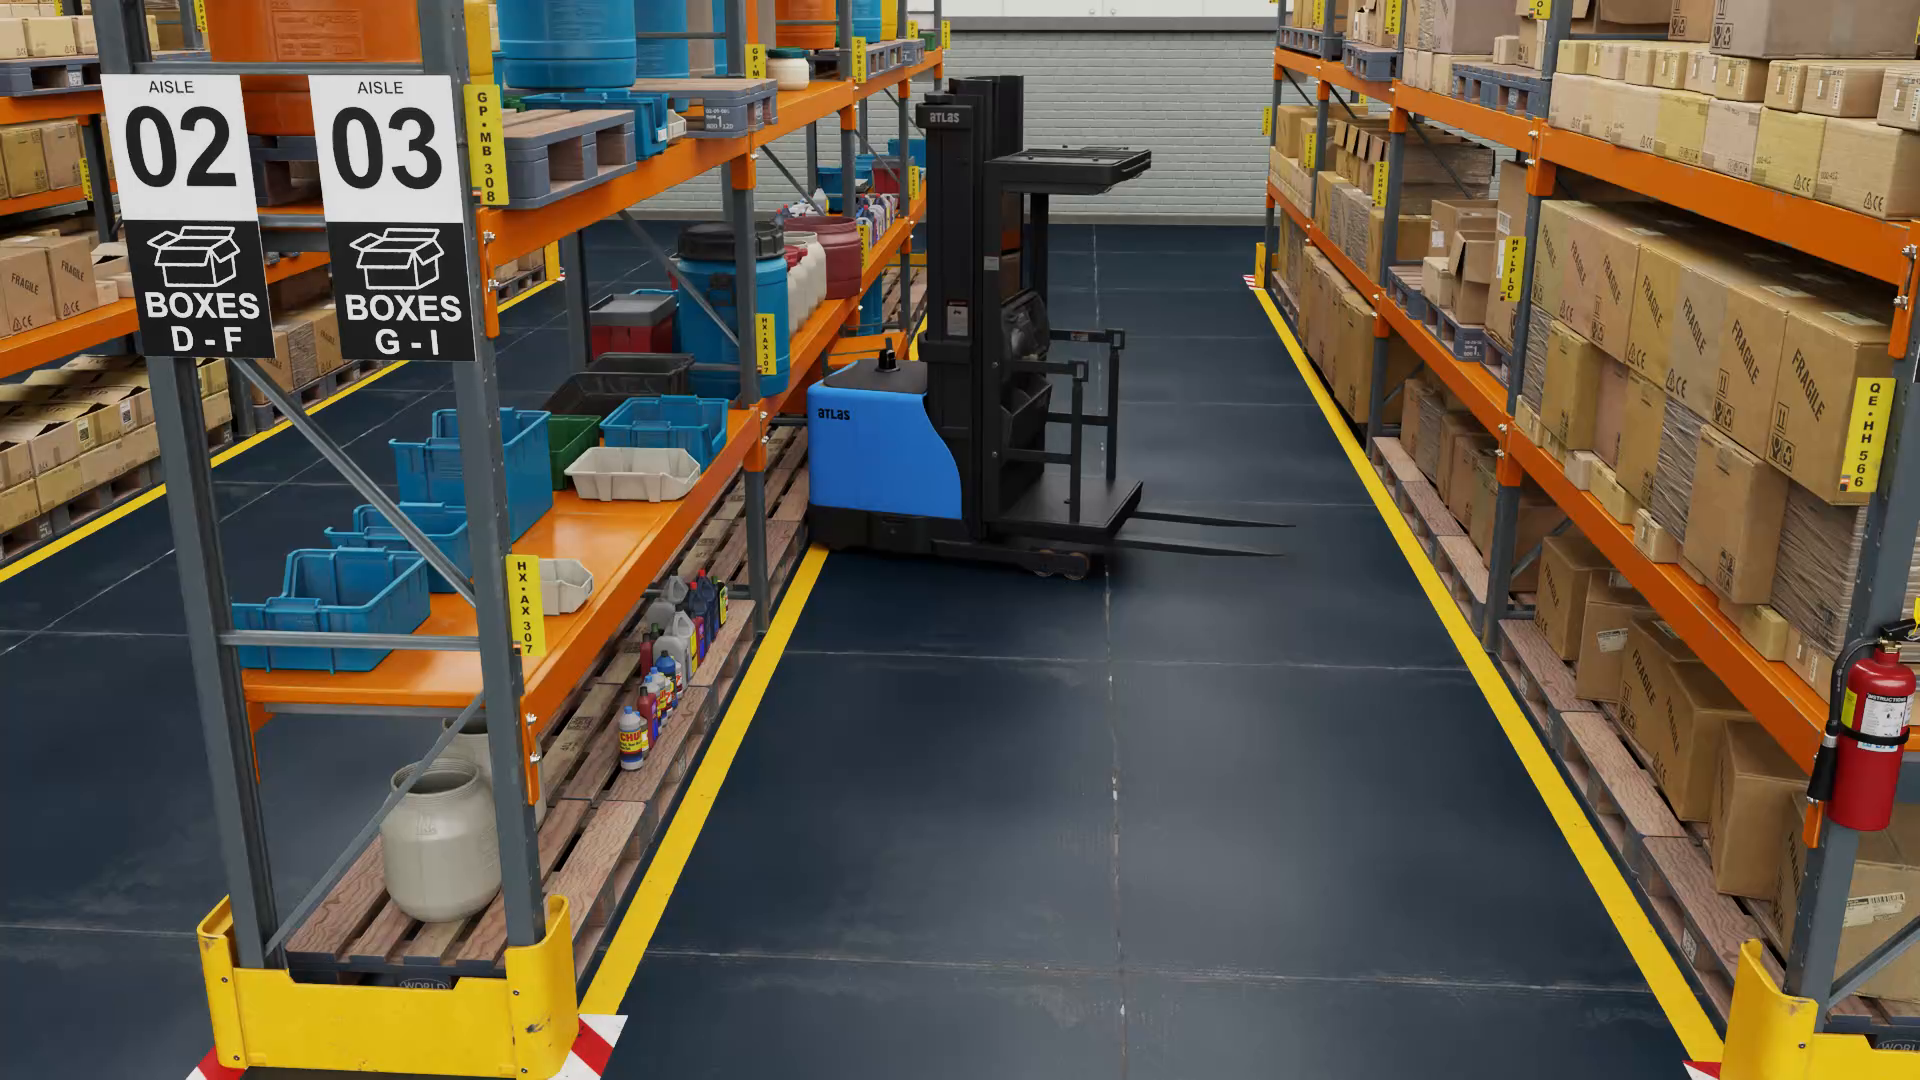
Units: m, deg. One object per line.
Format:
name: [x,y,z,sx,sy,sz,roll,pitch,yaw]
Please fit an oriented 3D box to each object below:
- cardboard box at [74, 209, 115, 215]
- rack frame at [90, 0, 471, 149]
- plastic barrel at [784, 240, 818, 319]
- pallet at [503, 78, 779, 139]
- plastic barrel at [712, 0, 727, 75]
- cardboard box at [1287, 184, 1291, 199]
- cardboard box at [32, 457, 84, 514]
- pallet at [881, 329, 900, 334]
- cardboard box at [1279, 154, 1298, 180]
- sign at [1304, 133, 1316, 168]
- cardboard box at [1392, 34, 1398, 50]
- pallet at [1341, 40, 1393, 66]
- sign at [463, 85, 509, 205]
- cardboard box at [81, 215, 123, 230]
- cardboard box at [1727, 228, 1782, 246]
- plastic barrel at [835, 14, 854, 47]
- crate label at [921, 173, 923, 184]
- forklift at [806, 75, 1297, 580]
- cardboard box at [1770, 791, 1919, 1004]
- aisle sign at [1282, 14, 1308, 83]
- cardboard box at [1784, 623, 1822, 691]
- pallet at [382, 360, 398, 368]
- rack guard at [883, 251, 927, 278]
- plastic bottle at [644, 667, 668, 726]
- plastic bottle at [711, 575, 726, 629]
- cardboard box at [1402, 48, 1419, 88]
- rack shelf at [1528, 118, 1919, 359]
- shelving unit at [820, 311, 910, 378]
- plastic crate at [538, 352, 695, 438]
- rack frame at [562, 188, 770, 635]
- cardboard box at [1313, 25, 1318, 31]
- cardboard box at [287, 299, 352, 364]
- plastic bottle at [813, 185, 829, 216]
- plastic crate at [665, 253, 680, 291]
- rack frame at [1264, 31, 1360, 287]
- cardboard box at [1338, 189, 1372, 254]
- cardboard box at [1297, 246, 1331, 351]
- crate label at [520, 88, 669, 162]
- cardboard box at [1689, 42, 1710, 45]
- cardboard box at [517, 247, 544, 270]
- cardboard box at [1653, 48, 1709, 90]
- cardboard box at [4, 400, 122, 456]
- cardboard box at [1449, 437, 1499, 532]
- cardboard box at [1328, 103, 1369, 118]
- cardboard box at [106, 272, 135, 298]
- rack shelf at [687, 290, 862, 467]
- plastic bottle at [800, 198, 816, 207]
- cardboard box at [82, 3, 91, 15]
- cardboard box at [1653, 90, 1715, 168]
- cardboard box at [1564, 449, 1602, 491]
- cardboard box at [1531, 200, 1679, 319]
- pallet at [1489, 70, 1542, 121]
cardboard box: [-10.741,-4.016,20.660,0.380,0.149,0.250,1,18,4]
rack frame: [-1.866,-2.533,4.201,1.000,3.000,0.127,1,18,4]
plastic barrel: [-1.183,-1.765,11.311,0.421,0.512,0.421,0,18,0]
pallet: [-1.533,-2.034,7.798,1.213,0.211,1.003,1,18,4]
plastic barrel: [-1.665,-3.157,10.118,0.600,0.901,0.708,1,18,4]
cardboard box: [3.741,-3.759,17.981,0.380,0.149,0.250,2,18,5]
cardboard box: [-6.171,-0.368,10.971,0.500,0.250,0.500,1,18,2]
pallet: [-1.103,-1.845,16.215,1.003,0.211,1.213,1,18,4]
cardboard box: [3.847,-4.150,18.534,0.500,0.250,0.500,1,18,2]
sign: [3.381,-3.759,16.061,0.100,0.325,0.005,1,18,4]
cardboard box: [3.620,-3.921,12.415,0.797,0.503,0.637,2,18,7]
pallet: [3.918,-4.347,14.862,0.805,0.209,1.217,1,18,2]
sign: [-1.318,-1.098,4.625,0.100,0.325,0.005,1,18,4]
cardboard box: [-10.396,-3.849,20.151,0.380,0.149,0.250,2,18,5]
cardboard box: [3.532,-1.021,6.978,0.500,0.500,0.500,1,18,4]
plastic barrel: [-0.987,-4.042,13.198,0.294,0.245,0.294,0,18,0]
crate label: [-0.628,-4.120,19.007,0.396,0.136,0.243,1,18,4]
forklift: [0.594,-1.334,10.286,3.031,2.935,1.130,6,19,17]
cardboard box: [3.136,1.223,5.712,0.500,0.500,0.500,5,19,14]
aisle sign: [3.927,-5.805,19.647,0.394,0.787,0.004,1,18,4]
cardboard box: [2.907,0.377,5.358,0.380,0.149,0.250,1,18,4]
pallet: [-5.967,-1.942,16.511,1.003,0.211,1.213,1,18,4]
rack guard: [-0.730,-3.471,20.713,1.175,0.500,0.348,1,18,4]
plastic bottle: [-1.393,0.712,7.608,0.097,0.271,0.097,0,18,0]
plastic bottle: [-1.285,0.314,8.802,0.061,0.283,0.133,2,18,7]
cardboard box: [3.360,-3.270,11.508,0.500,0.250,0.500,2,18,5]
rack shelf: [3.218,-1.276,6.338,1.077,0.370,4.000,1,18,4]
shelving unit: [-0.631,-0.984,12.027,0.538,1.125,1.048,-5,18,5]
plastic crate: [-1.744,-0.735,8.448,0.767,0.338,0.504,1,18,4]
rack frame: [-1.579,-0.924,8.926,1.000,3.000,0.127,1,18,4]
cardboard box: [3.974,-5.430,16.863,0.700,0.500,0.500,2,18,7]
cardboard box: [-5.810,-1.915,15.258,0.500,0.500,0.500,1,18,2]
plastic bottle: [-1.357,-3.271,16.167,0.144,0.351,0.185,1,18,4]
plastic crate: [-1.714,-1.702,11.197,0.402,0.464,0.583,1,18,4]
rack frame: [4.221,-4.541,19.963,1.000,3.000,0.127,1,18,4]
cardboard box: [3.549,-2.736,14.296,0.500,0.500,0.500,2,18,5]
cardboard box: [3.909,-2.289,15.829,1.225,0.875,0.875,1,18,4]
crate label: [-1.402,-1.611,6.443,0.502,0.251,0.408,1,18,4]
cardboard box: [3.516,-2.169,7.508,0.380,0.149,0.250,1,18,5]
cardboard box: [-5.453,-3.610,20.430,0.500,0.500,0.500,1,18,4]
cardboard box: [2.974,-1.857,6.557,0.380,0.149,0.250,1,18,3]
cardboard box: [-6.133,-0.796,11.375,0.500,0.311,0.500,2,18,5]
cardboard box: [3.519,-0.347,10.471,0.700,0.500,0.500,0,18,-1]
cardboard box: [4.448,-4.810,19.344,0.500,0.500,0.500,2,18,5]
cardboard box: [-6.022,-1.873,12.226,0.380,0.149,0.250,1,18,4]
rack shelf: [-1.436,-1.204,10.934,1.077,0.370,4.000,1,18,4]
plastic bottle: [-1.445,-3.101,15.769,0.152,0.276,0.135,1,18,4]
cardboard box: [-10.424,-6.078,19.245,0.500,0.250,0.500,1,18,2]
cardboard box: [2.964,-1.551,6.264,0.500,0.250,0.500,1,18,3]
cardboard box: [2.957,-0.324,7.498,0.380,0.149,0.250,1,18,4]
cardboard box: [3.075,-1.344,7.962,0.500,0.500,0.500,1,18,4]
pallet: [3.512,-2.339,8.729,1.213,0.211,1.003,1,18,4]
